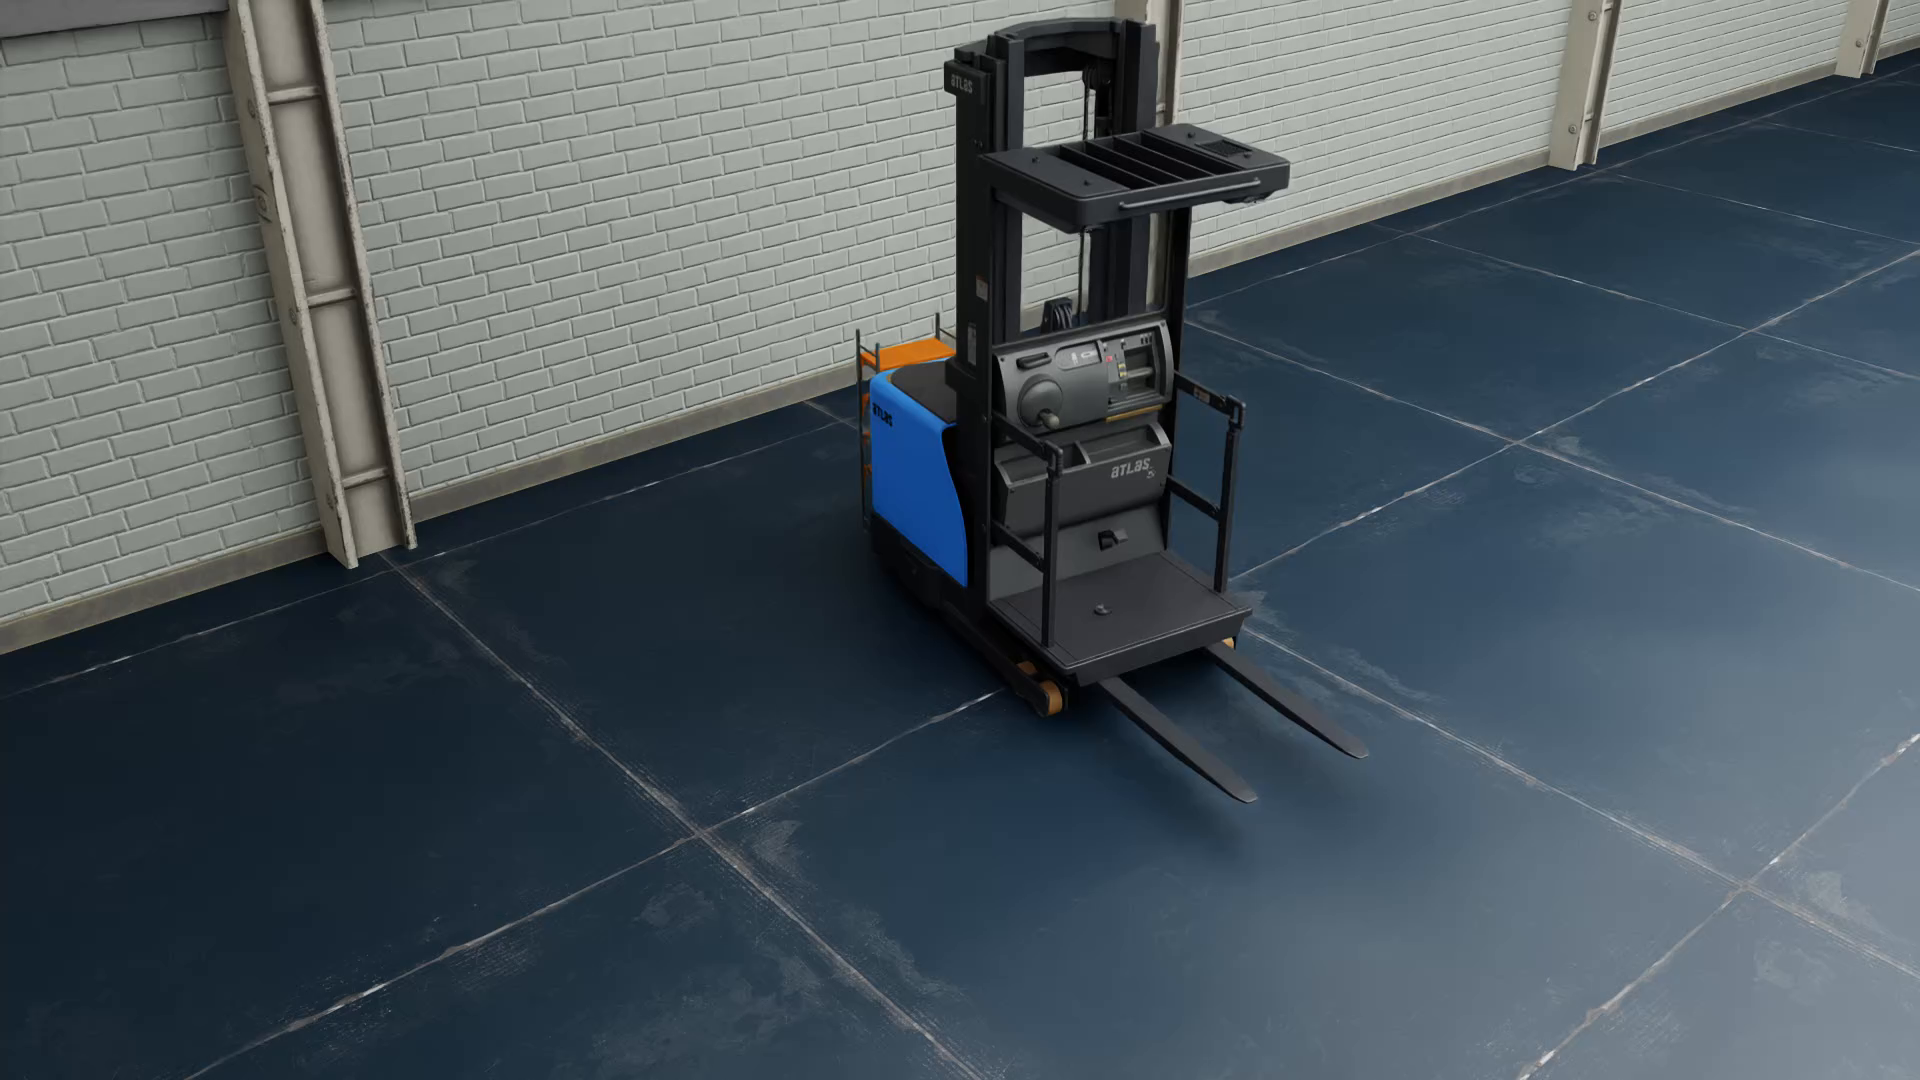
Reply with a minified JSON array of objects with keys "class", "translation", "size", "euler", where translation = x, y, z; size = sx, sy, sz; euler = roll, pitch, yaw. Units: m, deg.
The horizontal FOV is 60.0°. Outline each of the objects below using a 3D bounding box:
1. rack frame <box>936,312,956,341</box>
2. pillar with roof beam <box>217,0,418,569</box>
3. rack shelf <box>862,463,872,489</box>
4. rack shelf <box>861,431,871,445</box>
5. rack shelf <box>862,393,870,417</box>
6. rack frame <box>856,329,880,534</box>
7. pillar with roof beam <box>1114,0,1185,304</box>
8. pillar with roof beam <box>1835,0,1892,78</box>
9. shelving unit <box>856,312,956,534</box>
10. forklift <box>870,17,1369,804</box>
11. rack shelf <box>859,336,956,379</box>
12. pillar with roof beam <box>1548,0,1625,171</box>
[{"class":"rack frame","translation":[-0.065,-0.655,9.203],"size":[0.015,1.200,0.240],"euler":[-16,32,-27]},{"class":"pillar with roof beam","translation":[-0.448,-2.383,4.162],"size":[0.400,9.000,9.100],"euler":[-22,35,-35]},{"class":"rack shelf","translation":[-0.275,-0.362,9.219],"size":[0.480,0.148,0.258],"euler":[-16,32,-27]},{"class":"rack shelf","translation":[-0.275,-0.537,9.125],"size":[0.480,0.148,0.258],"euler":[-16,32,-27]},{"class":"rack shelf","translation":[-0.275,-0.735,9.020],"size":[0.480,0.148,0.258],"euler":[-16,32,-27]},{"class":"rack frame","translation":[-0.484,-0.538,8.983],"size":[0.015,1.200,0.240],"euler":[-16,32,-27]},{"class":"pillar with roof beam","translation":[4.116,-4.219,7.597],"size":[0.400,9.000,9.100],"euler":[-22,35,-35]},{"class":"pillar with roof beam","translation":[13.245,-7.890,14.466],"size":[0.400,9.000,9.100],"euler":[-22,35,-35]},{"class":"shelving unit","translation":[-0.275,-0.597,9.093],"size":[0.503,1.200,0.258],"euler":[-16,32,-27]},{"class":"forklift","translation":[0.693,-0.721,7.489],"size":[1.130,2.935,3.031],"euler":[-15,32,-26]},{"class":"rack shelf","translation":[-0.275,-0.943,8.908],"size":[0.480,0.148,0.258],"euler":[-16,32,-27]},{"class":"pillar with roof beam","translation":[8.681,-6.054,11.031],"size":[0.400,9.000,9.100],"euler":[-22,35,-35]}]
